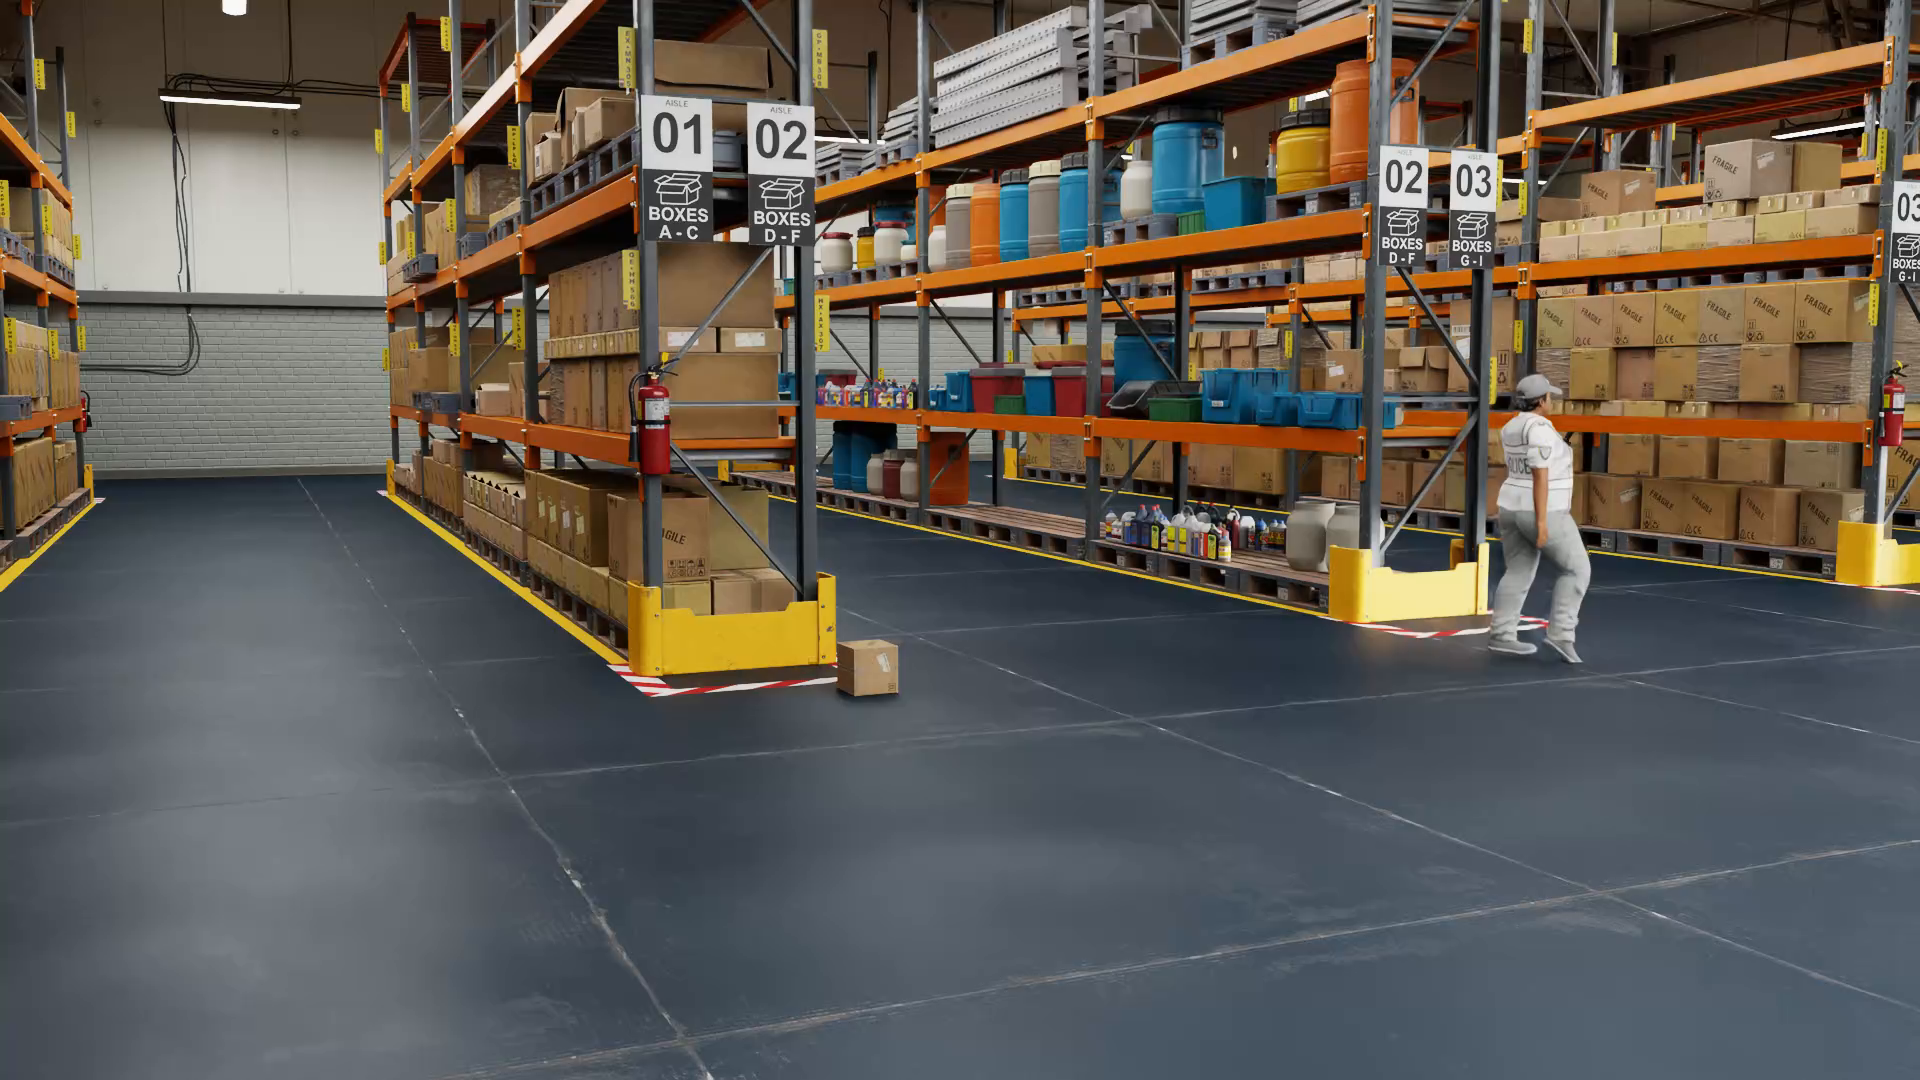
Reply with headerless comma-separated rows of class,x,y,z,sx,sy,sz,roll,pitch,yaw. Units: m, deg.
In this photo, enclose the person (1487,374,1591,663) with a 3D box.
person,3.395,-0.100,9.767,0.514,1.737,0.511,-1,6,-12
